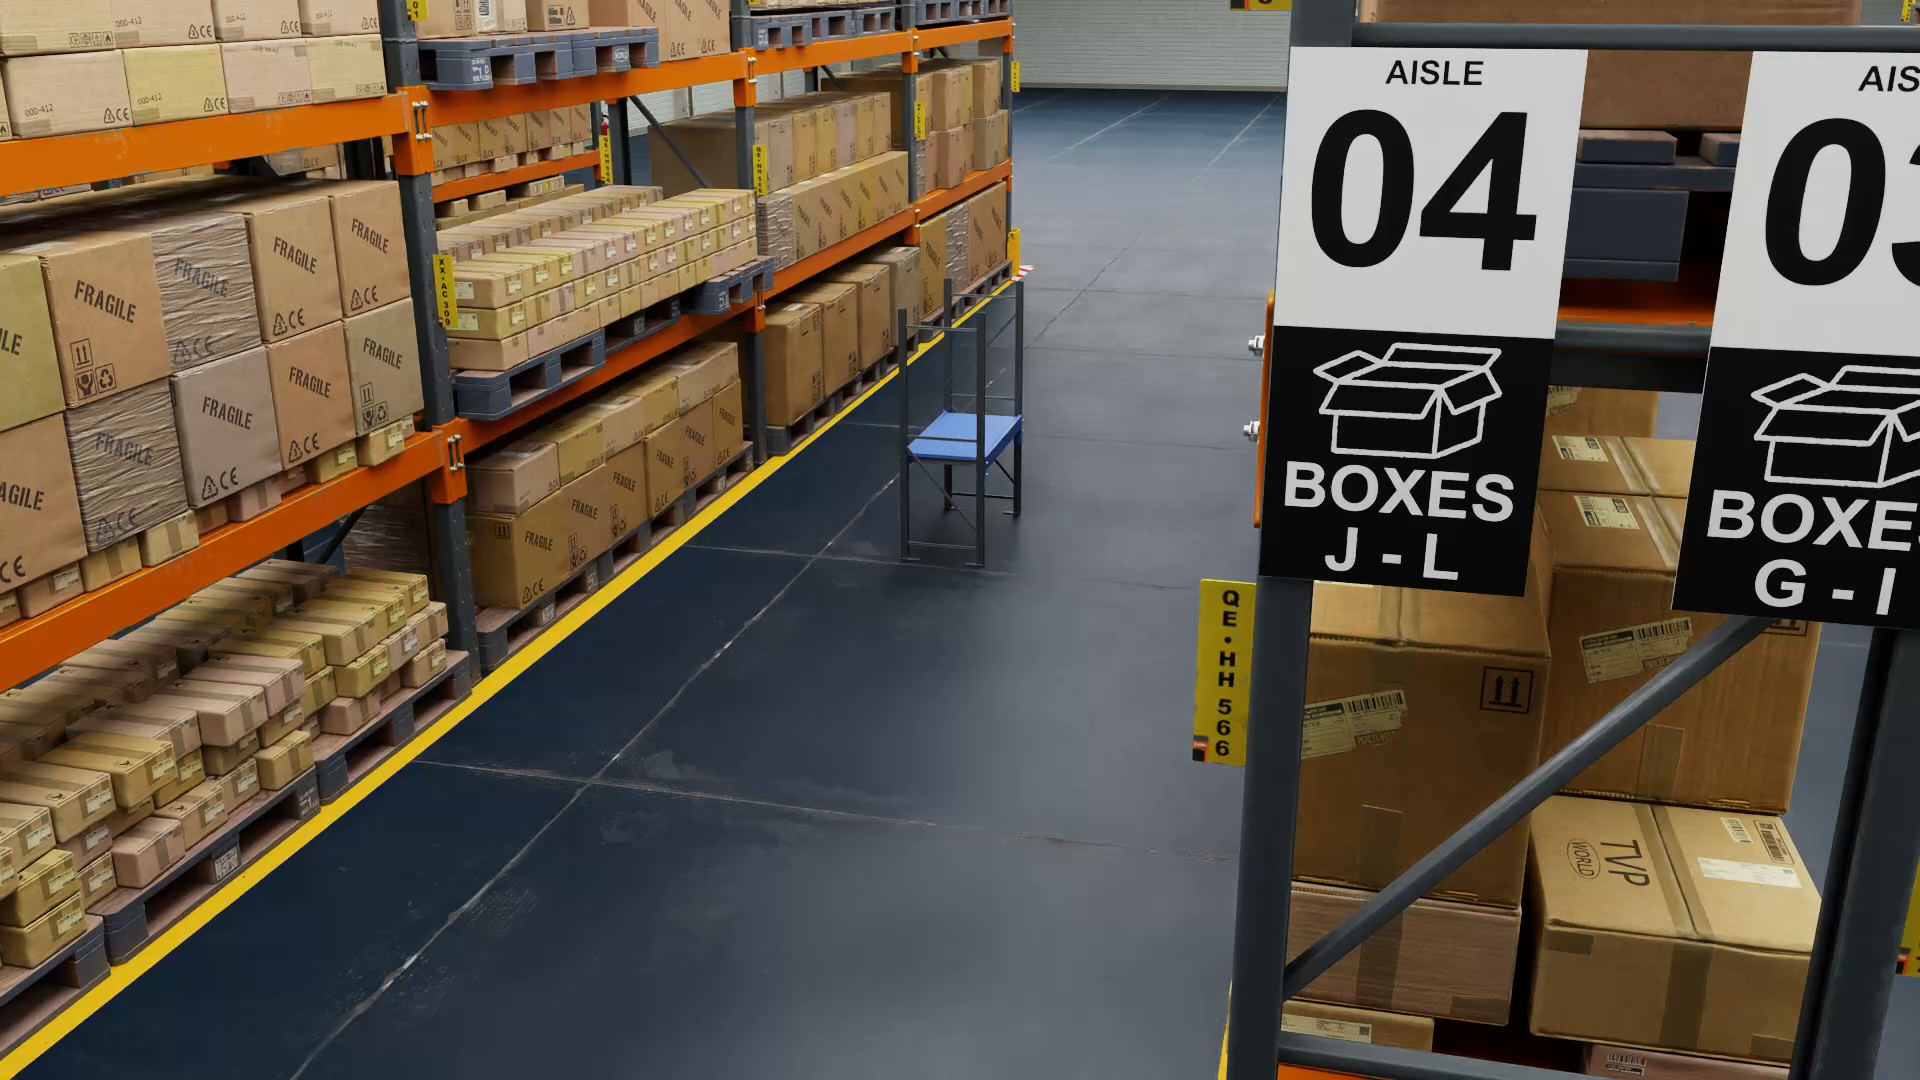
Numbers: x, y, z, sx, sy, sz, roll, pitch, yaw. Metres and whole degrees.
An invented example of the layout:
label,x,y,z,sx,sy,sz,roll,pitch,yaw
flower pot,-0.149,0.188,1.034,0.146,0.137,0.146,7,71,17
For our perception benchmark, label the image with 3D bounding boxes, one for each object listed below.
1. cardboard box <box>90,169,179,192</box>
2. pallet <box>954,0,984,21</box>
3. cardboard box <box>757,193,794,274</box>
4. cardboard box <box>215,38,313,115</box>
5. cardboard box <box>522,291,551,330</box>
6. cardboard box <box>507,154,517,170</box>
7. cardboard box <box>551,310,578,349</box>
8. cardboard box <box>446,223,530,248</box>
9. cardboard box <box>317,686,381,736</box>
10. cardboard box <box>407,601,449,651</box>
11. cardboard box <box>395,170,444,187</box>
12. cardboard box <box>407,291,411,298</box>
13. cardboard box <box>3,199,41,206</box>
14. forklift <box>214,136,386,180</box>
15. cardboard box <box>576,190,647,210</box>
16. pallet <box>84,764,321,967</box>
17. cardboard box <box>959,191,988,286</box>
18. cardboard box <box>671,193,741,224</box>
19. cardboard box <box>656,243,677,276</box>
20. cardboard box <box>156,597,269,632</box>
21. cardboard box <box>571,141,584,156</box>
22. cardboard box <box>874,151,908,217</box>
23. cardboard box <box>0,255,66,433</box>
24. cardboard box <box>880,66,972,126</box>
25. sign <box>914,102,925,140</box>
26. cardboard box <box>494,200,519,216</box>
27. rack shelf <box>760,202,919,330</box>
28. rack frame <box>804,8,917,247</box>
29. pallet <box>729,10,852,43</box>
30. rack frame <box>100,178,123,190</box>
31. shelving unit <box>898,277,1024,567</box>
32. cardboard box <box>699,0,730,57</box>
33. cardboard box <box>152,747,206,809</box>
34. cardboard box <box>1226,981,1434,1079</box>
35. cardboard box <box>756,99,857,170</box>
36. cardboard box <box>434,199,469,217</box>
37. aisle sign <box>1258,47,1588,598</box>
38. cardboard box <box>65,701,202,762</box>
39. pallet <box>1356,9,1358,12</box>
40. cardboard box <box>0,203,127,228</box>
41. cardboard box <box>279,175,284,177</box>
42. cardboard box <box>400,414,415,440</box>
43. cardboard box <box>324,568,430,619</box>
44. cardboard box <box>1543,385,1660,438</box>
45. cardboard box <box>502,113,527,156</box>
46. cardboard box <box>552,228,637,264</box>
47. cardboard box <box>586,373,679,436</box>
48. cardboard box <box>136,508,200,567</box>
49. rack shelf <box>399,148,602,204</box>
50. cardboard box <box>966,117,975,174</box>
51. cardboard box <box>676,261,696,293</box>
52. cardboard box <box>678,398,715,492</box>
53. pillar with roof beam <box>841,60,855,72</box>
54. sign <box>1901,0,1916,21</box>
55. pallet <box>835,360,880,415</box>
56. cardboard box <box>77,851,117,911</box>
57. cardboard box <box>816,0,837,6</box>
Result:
label,x,y,z,sx,sy,sz,roll,pitch,yaw
cardboard box,-6.358,-2.871,12.687,0.500,0.500,0.500,4,19,12
pallet,-0.380,-5.270,16.472,1.003,0.211,1.213,5,19,13
cardboard box,-1.496,-2.169,11.741,0.500,0.500,0.500,5,19,14
cardboard box,-2.836,-1.766,6.308,0.500,0.250,0.500,5,19,13
cardboard box,-2.241,-1.137,8.155,0.380,0.149,0.250,4,19,12
cardboard box,-4.971,-4.051,17.795,0.380,0.149,0.250,5,19,13
cardboard box,-2.176,-1.080,8.449,0.380,0.149,0.250,5,19,14
cardboard box,-2.617,-1.659,9.223,0.380,0.149,0.250,4,19,11
cardboard box,-2.757,0.715,7.215,0.380,0.149,0.250,4,19,12
cardboard box,-2.614,0.385,7.719,0.380,0.149,0.250,5,20,14
cardboard box,-5.327,-3.569,16.386,0.380,0.149,0.250,5,19,13
cardboard box,-2.876,-1.192,8.315,0.380,0.149,0.250,5,19,14
cardboard box,-6.686,-2.194,11.428,0.500,0.250,0.500,4,19,12
forklift,-4.601,-2.075,11.728,1.130,2.935,3.031,-9,21,-24
cardboard box,-2.231,-2.149,10.658,0.380,0.149,0.250,4,19,12
pallet,-3.271,1.168,6.440,1.003,0.211,1.213,5,19,13
cardboard box,-0.228,-3.209,17.579,0.875,0.875,0.875,4,19,13
cardboard box,-1.606,-2.095,10.499,0.380,0.149,0.250,4,19,13
cardboard box,-1.860,-1.627,9.590,0.380,0.149,0.250,5,20,15
cardboard box,-3.269,0.377,7.283,0.380,0.149,0.250,4,19,13
cardboard box,-4.576,-4.527,19.190,0.380,0.149,0.250,4,19,13
cardboard box,-0.759,-3.118,14.521,0.500,0.500,0.500,5,19,13
cardboard box,-3.189,-0.595,5.128,0.500,0.500,0.500,4,19,12
cardboard box,-0.358,-4.457,16.694,0.875,0.550,0.500,5,19,13
sign,-0.362,-3.726,14.787,0.100,0.325,0.005,5,19,13
cardboard box,-5.061,-3.362,17.834,0.500,0.500,0.500,6,20,16
rack shelf,-1.379,-2.288,13.359,1.077,0.370,4.000,5,19,13
rack frame,-0.890,-3.256,15.078,1.000,3.000,0.127,5,19,13
pallet,-1.491,-3.889,12.583,1.003,0.211,1.213,6,20,16
rack frame,-6.692,-2.361,12.459,1.000,3.000,0.127,5,19,13
shelving unit,0.021,-0.736,10.023,0.538,1.500,1.048,5,19,13
cardboard box,-1.761,-3.270,10.324,0.500,0.500,0.500,5,19,13
cardboard box,-3.107,0.871,6.296,0.380,0.149,0.250,6,20,16
cardboard box,0.730,0.910,3.271,0.380,0.149,0.250,5,19,14
cardboard box,-1.253,-3.300,13.507,0.700,0.500,0.500,5,19,14
cardboard box,-5.220,-3.372,16.860,0.380,0.149,0.250,5,19,14
aisle sign,0.654,-0.302,2.410,0.394,0.787,0.004,5,19,13
cardboard box,-3.094,0.737,6.231,0.380,0.149,0.250,5,19,14
pallet,3.641,-3.978,12.842,1.213,0.211,1.003,5,19,13
cardboard box,-3.456,-0.968,6.219,0.500,0.500,0.500,5,19,14
cardboard box,-5.991,-3.031,14.159,0.380,0.149,0.250,5,20,15
cardboard box,-2.688,-0.521,7.462,0.380,0.149,0.250,4,19,13
cardboard box,-2.679,0.253,7.647,0.380,0.149,0.250,5,20,15
cardboard box,1.961,-0.427,5.410,0.500,0.500,0.500,5,19,14
cardboard box,-4.998,-4.394,17.797,0.500,0.500,0.500,5,19,14
cardboard box,-1.988,-1.602,9.056,0.380,0.149,0.250,5,20,15
cardboard box,-2.033,-0.820,10.006,0.500,0.250,0.500,5,20,15
cardboard box,-3.000,-0.026,6.010,0.380,0.149,0.250,5,19,14
rack shelf,-5.226,-3.901,18.082,1.077,0.370,4.000,5,19,13
cardboard box,-0.332,-4.121,17.379,0.875,0.550,0.550,5,19,13
cardboard box,-1.796,-1.570,9.883,0.380,0.149,0.250,4,19,11
cardboard box,-1.905,-0.628,10.604,0.500,0.500,0.500,5,20,16
pillar with roof beam,0.908,-17.014,46.078,9.100,9.000,0.400,5,19,13
sign,9.142,-5.163,16.009,0.100,0.325,0.005,5,19,13
pallet,-1.302,-1.305,13.681,1.003,0.211,1.213,5,19,13
cardboard box,-3.207,1.191,5.820,0.380,0.149,0.250,5,19,14
cardboard box,-1.230,-4.153,12.398,0.500,0.311,0.500,4,19,12
